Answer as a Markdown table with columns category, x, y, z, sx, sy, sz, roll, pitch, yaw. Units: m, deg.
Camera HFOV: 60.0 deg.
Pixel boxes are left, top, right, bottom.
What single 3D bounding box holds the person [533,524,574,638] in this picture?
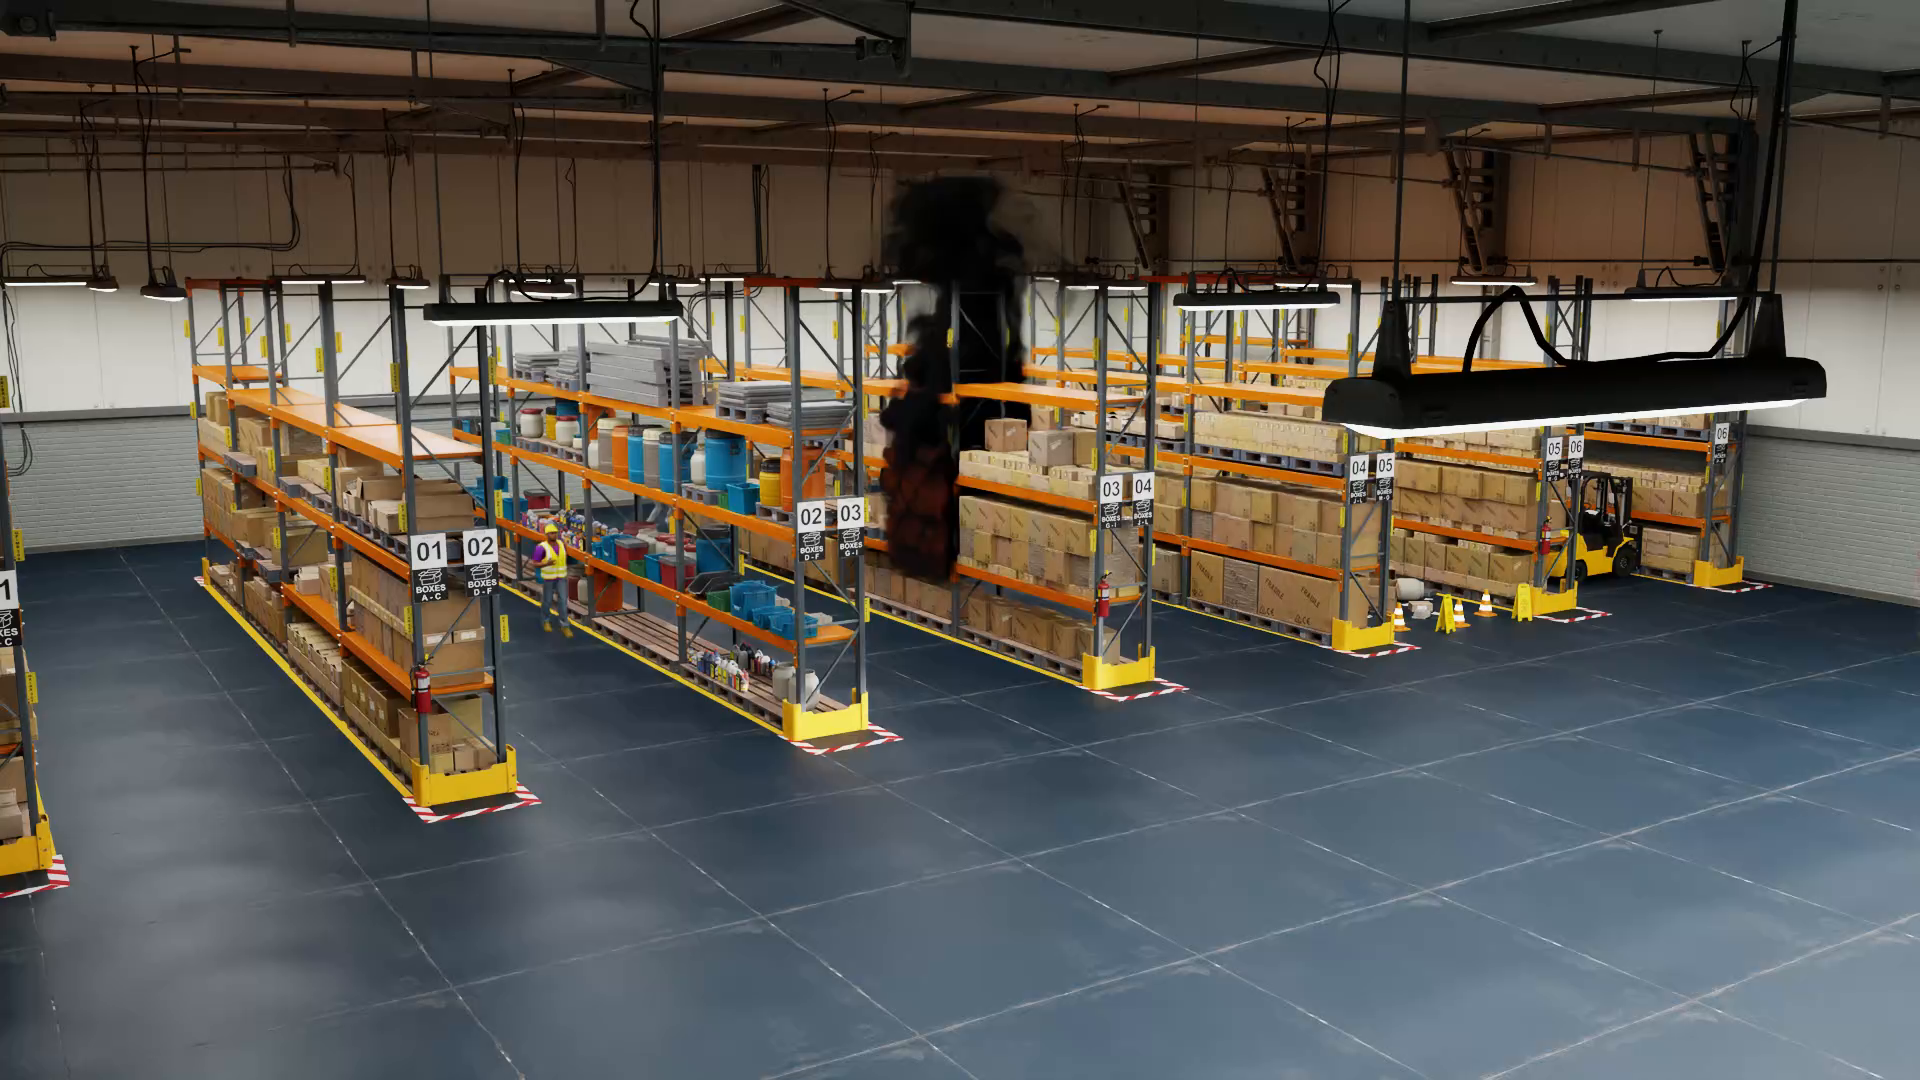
| category | x | y | z | sx | sy | sz | roll | pitch | yaw |
| --- | --- | --- | --- | --- | --- | --- | --- | --- | --- |
| person | -6.587 | 0.648 | 26.970 | 0.683 | 1.820 | 0.790 | -7 | 12 | -36 |

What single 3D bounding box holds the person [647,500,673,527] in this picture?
| category | x | y | z | sx | sy | sz | roll | pitch | yaw |
| --- | --- | --- | --- | --- | --- | --- | --- | --- | --- |
| person | -7.091 | -1.135 | 39.485 | 0.766 | 1.776 | 0.664 | -3 | 10 | -20 |
